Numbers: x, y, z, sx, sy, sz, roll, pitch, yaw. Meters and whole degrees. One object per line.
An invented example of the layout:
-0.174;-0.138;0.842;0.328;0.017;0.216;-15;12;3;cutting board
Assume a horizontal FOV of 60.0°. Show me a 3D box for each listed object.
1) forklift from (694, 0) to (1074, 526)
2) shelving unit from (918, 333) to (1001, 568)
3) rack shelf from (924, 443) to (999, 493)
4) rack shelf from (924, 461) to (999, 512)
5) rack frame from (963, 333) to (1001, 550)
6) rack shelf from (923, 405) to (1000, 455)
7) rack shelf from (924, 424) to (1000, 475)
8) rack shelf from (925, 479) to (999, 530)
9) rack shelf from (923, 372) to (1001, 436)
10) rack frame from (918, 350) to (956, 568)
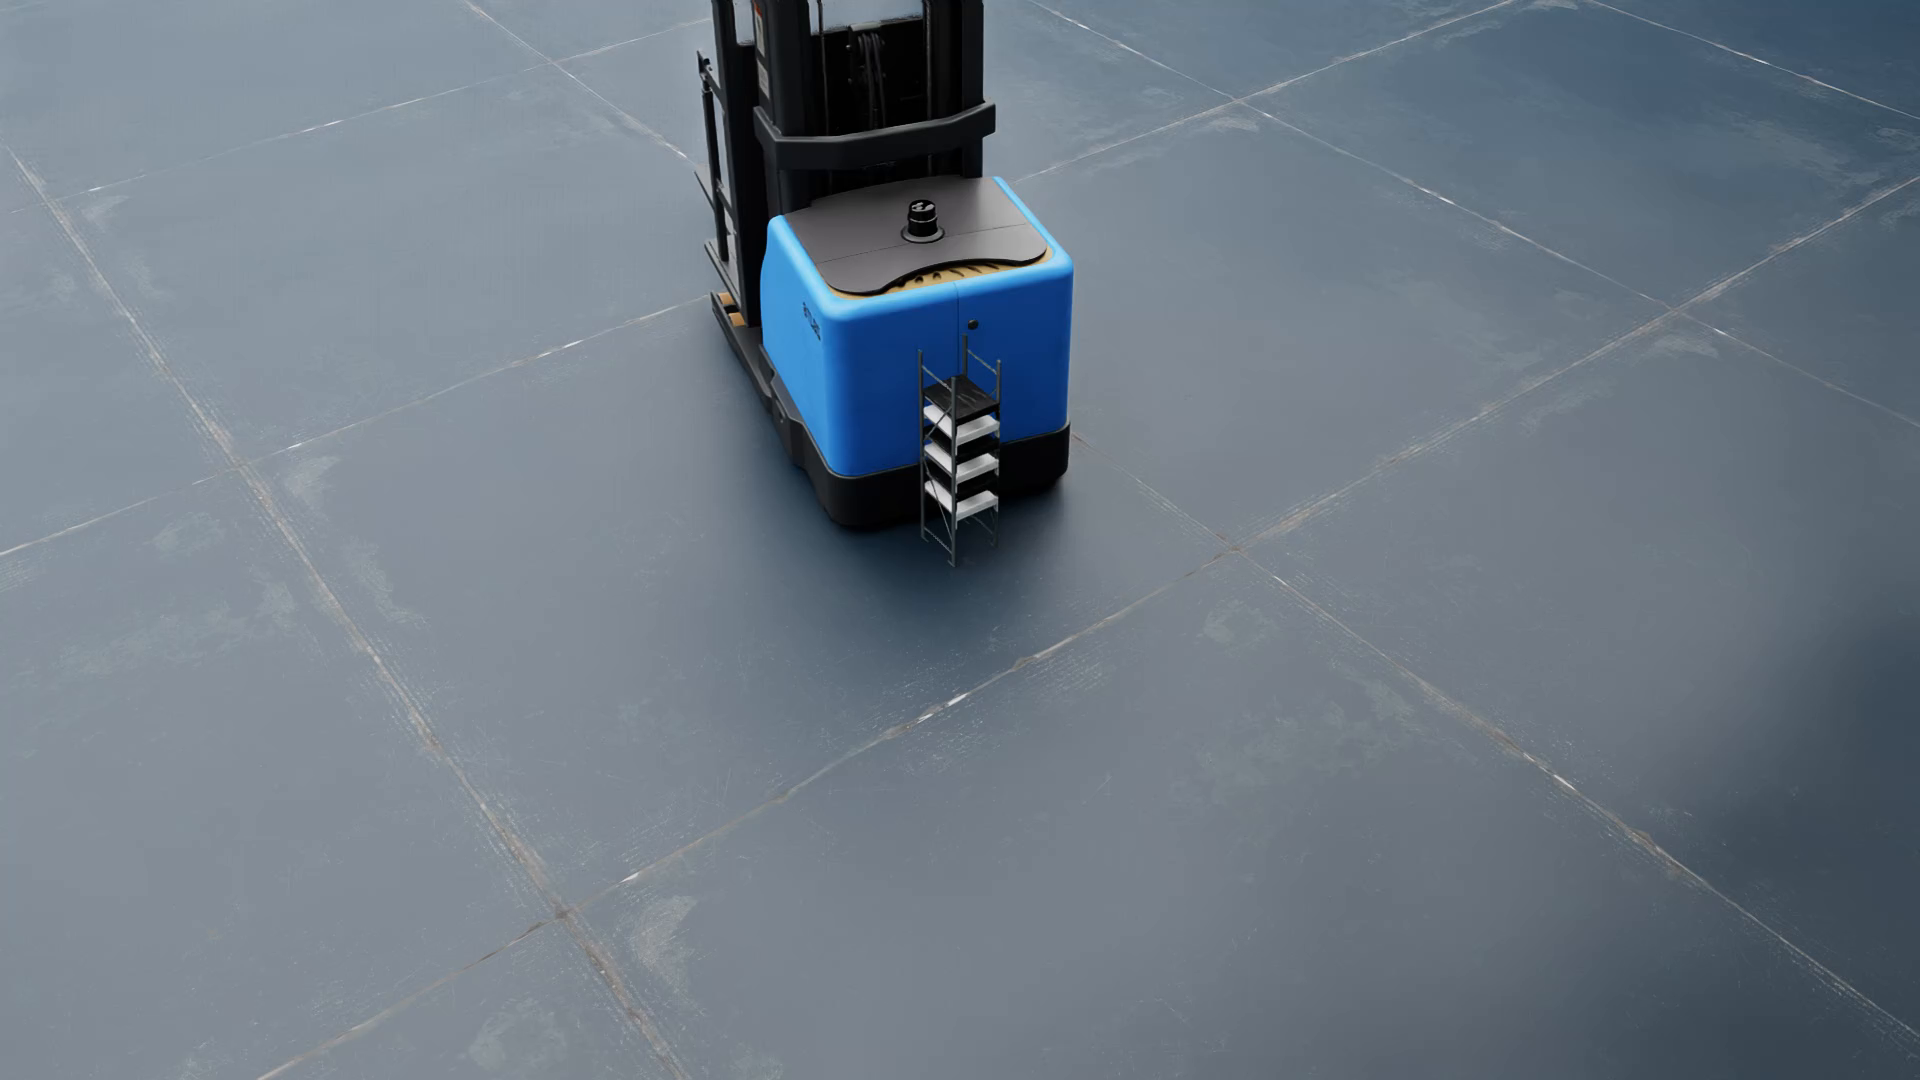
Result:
-0.548;-2.130;7.035;1.130;2.935;3.031;-14;41;-16;forklift
-0.002;-0.334;6.448;0.210;0.900;0.258;-24;45;-26;shelving unit
-0.002;-0.309;6.469;0.200;0.077;0.258;-24;45;-26;rack shelf
-0.002;-0.239;6.526;0.200;0.077;0.258;-24;45;-26;rack shelf
0.082;-0.371;6.492;0.006;0.900;0.240;-24;45;-26;rack frame
-0.002;-0.448;6.355;0.200;0.077;0.258;-24;45;-26;rack shelf
-0.002;-0.378;6.412;0.200;0.077;0.258;-24;45;-26;rack shelf
-0.002;-0.169;6.583;0.200;0.077;0.258;-24;45;-26;rack shelf
-0.002;-0.517;6.298;0.200;0.077;0.258;-24;45;-26;rack shelf
-0.086;-0.298;6.403;0.006;0.900;0.240;-24;45;-26;rack frame
